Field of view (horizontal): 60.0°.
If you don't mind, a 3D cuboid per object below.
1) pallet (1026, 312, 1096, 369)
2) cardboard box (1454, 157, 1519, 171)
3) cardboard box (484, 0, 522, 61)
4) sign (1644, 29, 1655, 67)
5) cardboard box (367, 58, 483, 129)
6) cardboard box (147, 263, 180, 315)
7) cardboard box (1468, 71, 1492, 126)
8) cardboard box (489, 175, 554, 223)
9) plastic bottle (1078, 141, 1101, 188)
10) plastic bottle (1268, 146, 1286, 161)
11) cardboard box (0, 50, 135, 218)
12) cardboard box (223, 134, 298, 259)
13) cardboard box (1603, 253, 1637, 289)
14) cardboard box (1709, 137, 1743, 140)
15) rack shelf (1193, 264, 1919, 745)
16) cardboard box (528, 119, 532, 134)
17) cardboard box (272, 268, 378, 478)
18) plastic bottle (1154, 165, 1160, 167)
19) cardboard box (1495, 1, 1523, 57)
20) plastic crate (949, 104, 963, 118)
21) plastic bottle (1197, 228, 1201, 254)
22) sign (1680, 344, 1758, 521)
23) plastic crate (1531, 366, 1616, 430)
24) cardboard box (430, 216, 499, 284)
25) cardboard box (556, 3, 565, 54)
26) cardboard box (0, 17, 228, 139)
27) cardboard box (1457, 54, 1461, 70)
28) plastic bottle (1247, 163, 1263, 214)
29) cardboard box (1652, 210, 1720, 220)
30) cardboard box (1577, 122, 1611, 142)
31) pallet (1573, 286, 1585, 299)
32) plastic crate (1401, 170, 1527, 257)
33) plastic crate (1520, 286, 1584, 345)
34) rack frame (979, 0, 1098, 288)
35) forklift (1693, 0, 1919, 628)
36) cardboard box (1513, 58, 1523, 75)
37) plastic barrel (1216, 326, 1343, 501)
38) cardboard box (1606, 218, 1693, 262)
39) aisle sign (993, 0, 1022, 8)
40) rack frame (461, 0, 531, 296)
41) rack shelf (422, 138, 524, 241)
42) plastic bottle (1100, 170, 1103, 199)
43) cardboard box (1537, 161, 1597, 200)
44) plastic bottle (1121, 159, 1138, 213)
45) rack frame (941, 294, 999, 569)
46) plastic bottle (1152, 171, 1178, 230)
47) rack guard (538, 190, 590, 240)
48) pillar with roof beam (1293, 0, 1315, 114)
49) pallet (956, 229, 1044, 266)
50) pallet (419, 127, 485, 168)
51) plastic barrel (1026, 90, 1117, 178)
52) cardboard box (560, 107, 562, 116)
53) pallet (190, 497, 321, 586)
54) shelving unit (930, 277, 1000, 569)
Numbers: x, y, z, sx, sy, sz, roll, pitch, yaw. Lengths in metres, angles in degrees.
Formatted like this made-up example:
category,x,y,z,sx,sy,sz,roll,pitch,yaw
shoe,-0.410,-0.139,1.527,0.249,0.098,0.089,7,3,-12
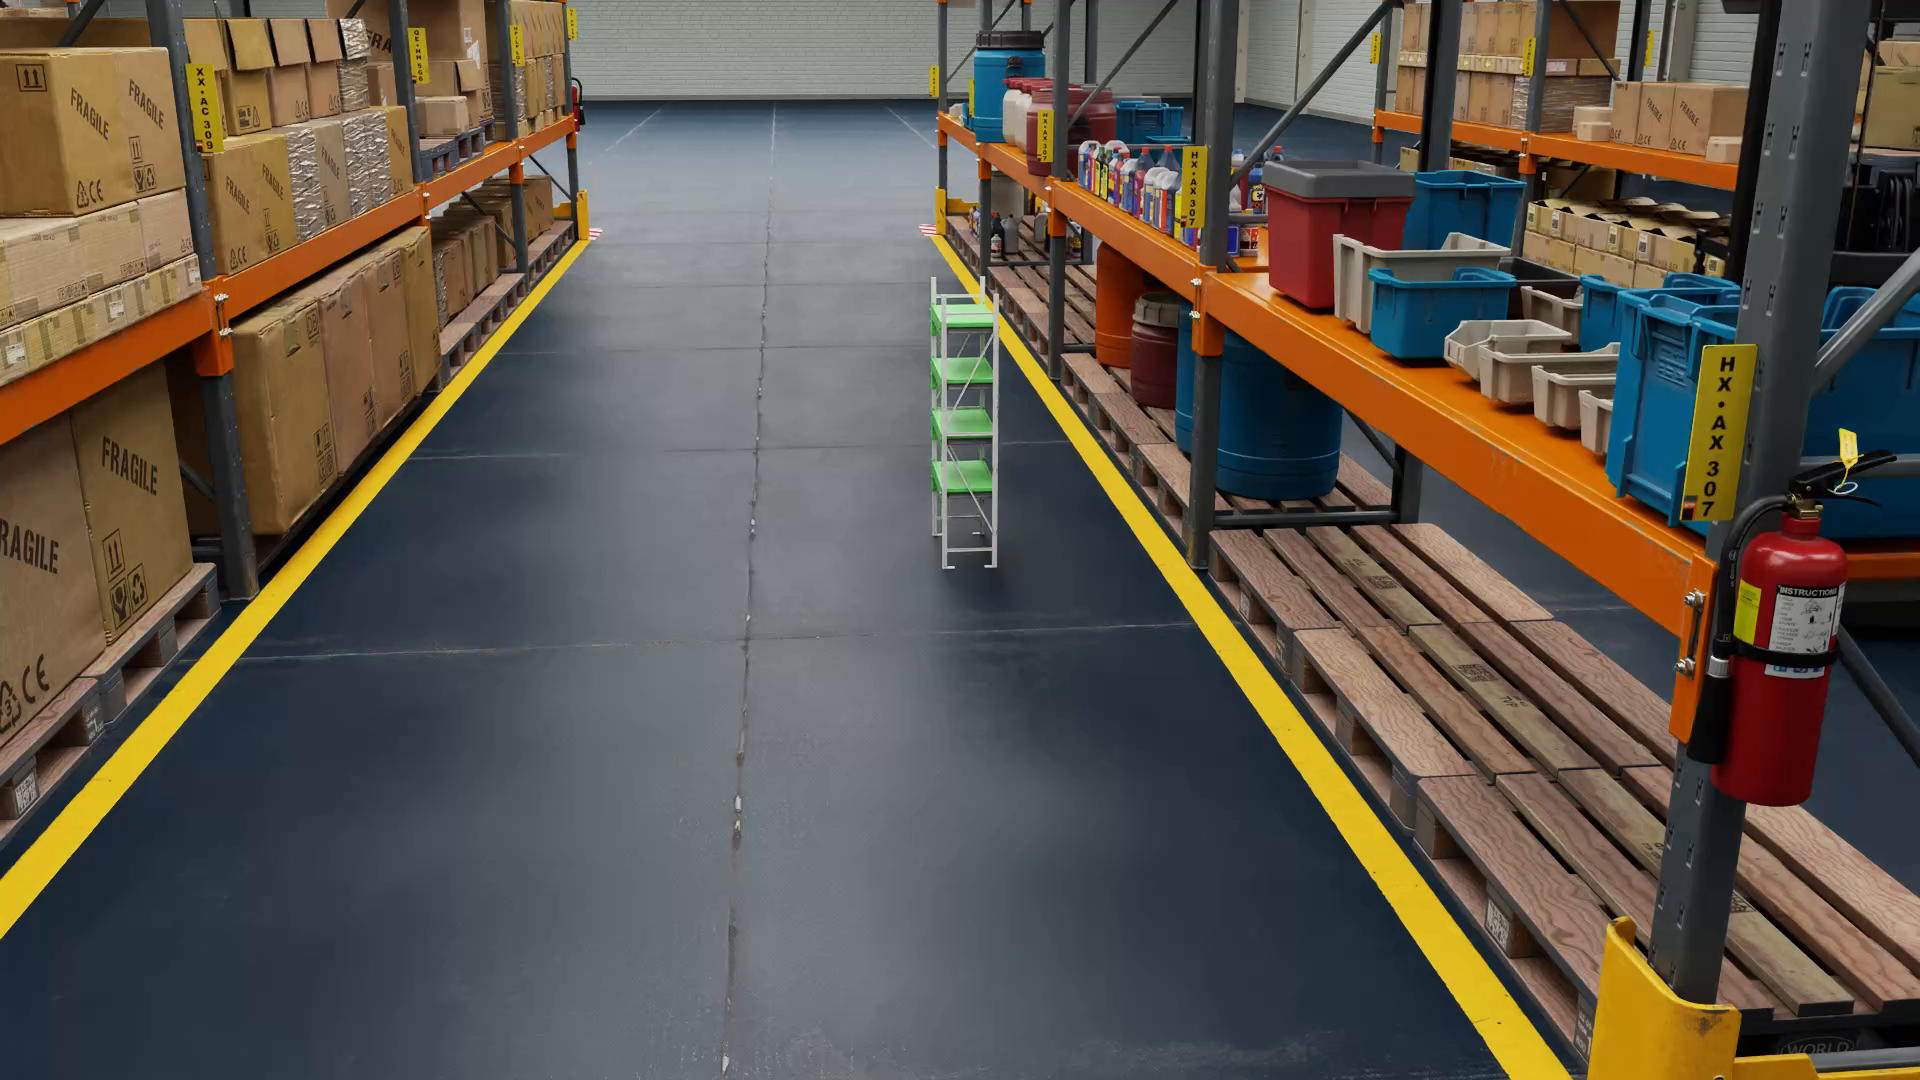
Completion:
category,x,y,z,sx,sy,sz,roll,pitch,yaw
pallet,1.050,-1.420,11.849,1.003,0.211,1.213,-2,18,-6
cardboard box,5.245,-3.538,16.577,0.500,0.500,0.500,-2,18,-6
cardboard box,-4.042,-4.366,14.243,0.500,0.500,0.500,-2,18,-6
sign,6.145,-4.397,14.873,0.100,0.325,0.005,-2,18,-6
cardboard box,-3.977,-3.293,12.286,0.797,0.503,0.637,0,17,0
cardboard box,-3.039,-0.897,5.944,0.380,0.149,0.250,-1,17,-5
cardboard box,5.445,-4.349,16.354,0.700,0.500,0.500,-2,17,-5
cardboard box,-4.613,-3.570,17.514,0.500,0.500,0.500,1,17,5
plastic bottle,0.814,-2.321,10.268,0.152,0.276,0.135,-2,18,-6
plastic bottle,1.683,-1.904,8.816,0.144,0.351,0.185,-2,18,-6
cardboard box,-3.062,-1.324,5.388,0.500,0.500,0.500,-2,18,-5
cardboard box,-3.274,-1.516,7.332,0.500,0.500,0.500,-2,18,-6
cardboard box,5.560,-2.165,13.454,0.500,0.250,0.500,-1,17,-5
cardboard box,5.831,-2.929,12.418,0.380,0.149,0.250,0,17,-2
rack shelf,1.710,-0.388,5.106,1.077,0.370,4.000,-2,18,-6
cardboard box,-4.072,-3.734,14.981,0.380,0.149,0.250,-2,18,-6
cardboard box,-3.602,-0.817,8.117,1.225,0.875,0.875,-2,18,-8
plastic bottle,1.022,-1.817,8.671,0.097,0.271,0.097,0,17,0
cardboard box,5.500,-4.812,15.663,0.700,0.500,0.500,-2,18,-6
plastic crate,0.038,-4.500,17.443,0.298,0.136,0.250,-2,18,-6
plastic bottle,1.102,-1.373,7.375,0.097,0.201,0.097,0,17,0
sign,1.371,-0.191,3.006,0.100,0.325,0.005,-2,18,-6
plastic crate,1.636,-0.362,4.163,0.396,0.136,0.243,-2,18,-6
cardboard box,-4.206,-2.391,13.724,0.700,0.500,0.500,-3,18,-10
cardboard box,-4.358,-5.260,17.090,0.500,0.500,0.500,-2,18,-6
cardboard box,-3.497,-1.890,6.849,0.797,0.503,0.637,-2,18,-7
cardboard box,5.177,-4.830,16.803,0.380,0.149,0.250,-2,18,-5
plastic bottle,1.567,-1.849,8.774,0.097,0.271,0.097,0,17,0
cardboard box,6.042,-2.603,13.914,0.500,0.311,0.500,-2,18,-6
cardboard box,5.494,-3.472,14.149,0.380,0.149,0.250,-2,18,-6
pallet,5.721,-2.314,14.694,1.003,0.211,1.213,-2,18,-6
plastic crate,1.891,-1.219,6.480,0.392,0.384,0.575,-2,18,-6
plastic crate,1.982,-0.720,5.304,0.293,0.136,0.466,-2,18,-6
rack frame,0.679,-3.710,14.488,1.000,3.000,0.127,-2,18,-6
forklift,3.914,-1.441,7.374,1.130,2.935,3.031,2,18,6
cardboard box,5.341,-4.368,15.332,0.380,0.149,0.250,-2,18,-7
plastic barrel,1.464,-0.689,7.665,0.600,0.901,0.708,-2,18,-6
cardboard box,5.561,-2.430,13.361,0.500,0.311,0.500,-1,17,-4
aisle sign,0.554,-6.173,17.992,0.394,0.787,0.004,-2,18,-6
rack frame,-4.248,-3.557,14.001,1.000,3.000,0.127,-2,18,-6
rack shelf,-4.042,-2.618,12.210,1.077,0.370,4.000,-2,18,-6
plastic bottle,0.860,-2.072,9.601,0.097,0.201,0.097,0,17,0
cardboard box,5.810,-3.405,16.153,0.500,0.500,0.500,-2,18,-6
plastic bottle,0.957,-1.907,8.952,0.152,0.276,0.135,-2,18,-6
rack frame,0.042,-0.450,7.109,0.240,1.200,0.015,-2,18,-6
plastic bottle,1.038,-1.674,8.210,0.152,0.276,0.135,-2,18,-6
rack guard,-4.653,-3.534,18.099,1.175,0.500,0.348,-2,18,-6
pillar with roof beam,4.295,-14.906,40.134,9.100,9.000,0.400,-2,18,-6
pallet,0.522,-2.946,16.708,1.003,0.211,1.213,-2,18,-6
pallet,-4.080,-2.863,12.108,1.003,0.211,1.213,-2,18,-6
plastic barrel,0.742,-2.713,11.082,0.600,0.536,0.708,-2,18,-6
cardboard box,-4.426,-4.551,17.584,0.380,0.149,0.250,-2,18,-6
pallet,-3.577,-0.071,7.551,1.003,0.211,1.213,-2,18,-6
shelving unit,0.017,-0.523,7.340,0.258,1.200,0.503,-2,18,-6
